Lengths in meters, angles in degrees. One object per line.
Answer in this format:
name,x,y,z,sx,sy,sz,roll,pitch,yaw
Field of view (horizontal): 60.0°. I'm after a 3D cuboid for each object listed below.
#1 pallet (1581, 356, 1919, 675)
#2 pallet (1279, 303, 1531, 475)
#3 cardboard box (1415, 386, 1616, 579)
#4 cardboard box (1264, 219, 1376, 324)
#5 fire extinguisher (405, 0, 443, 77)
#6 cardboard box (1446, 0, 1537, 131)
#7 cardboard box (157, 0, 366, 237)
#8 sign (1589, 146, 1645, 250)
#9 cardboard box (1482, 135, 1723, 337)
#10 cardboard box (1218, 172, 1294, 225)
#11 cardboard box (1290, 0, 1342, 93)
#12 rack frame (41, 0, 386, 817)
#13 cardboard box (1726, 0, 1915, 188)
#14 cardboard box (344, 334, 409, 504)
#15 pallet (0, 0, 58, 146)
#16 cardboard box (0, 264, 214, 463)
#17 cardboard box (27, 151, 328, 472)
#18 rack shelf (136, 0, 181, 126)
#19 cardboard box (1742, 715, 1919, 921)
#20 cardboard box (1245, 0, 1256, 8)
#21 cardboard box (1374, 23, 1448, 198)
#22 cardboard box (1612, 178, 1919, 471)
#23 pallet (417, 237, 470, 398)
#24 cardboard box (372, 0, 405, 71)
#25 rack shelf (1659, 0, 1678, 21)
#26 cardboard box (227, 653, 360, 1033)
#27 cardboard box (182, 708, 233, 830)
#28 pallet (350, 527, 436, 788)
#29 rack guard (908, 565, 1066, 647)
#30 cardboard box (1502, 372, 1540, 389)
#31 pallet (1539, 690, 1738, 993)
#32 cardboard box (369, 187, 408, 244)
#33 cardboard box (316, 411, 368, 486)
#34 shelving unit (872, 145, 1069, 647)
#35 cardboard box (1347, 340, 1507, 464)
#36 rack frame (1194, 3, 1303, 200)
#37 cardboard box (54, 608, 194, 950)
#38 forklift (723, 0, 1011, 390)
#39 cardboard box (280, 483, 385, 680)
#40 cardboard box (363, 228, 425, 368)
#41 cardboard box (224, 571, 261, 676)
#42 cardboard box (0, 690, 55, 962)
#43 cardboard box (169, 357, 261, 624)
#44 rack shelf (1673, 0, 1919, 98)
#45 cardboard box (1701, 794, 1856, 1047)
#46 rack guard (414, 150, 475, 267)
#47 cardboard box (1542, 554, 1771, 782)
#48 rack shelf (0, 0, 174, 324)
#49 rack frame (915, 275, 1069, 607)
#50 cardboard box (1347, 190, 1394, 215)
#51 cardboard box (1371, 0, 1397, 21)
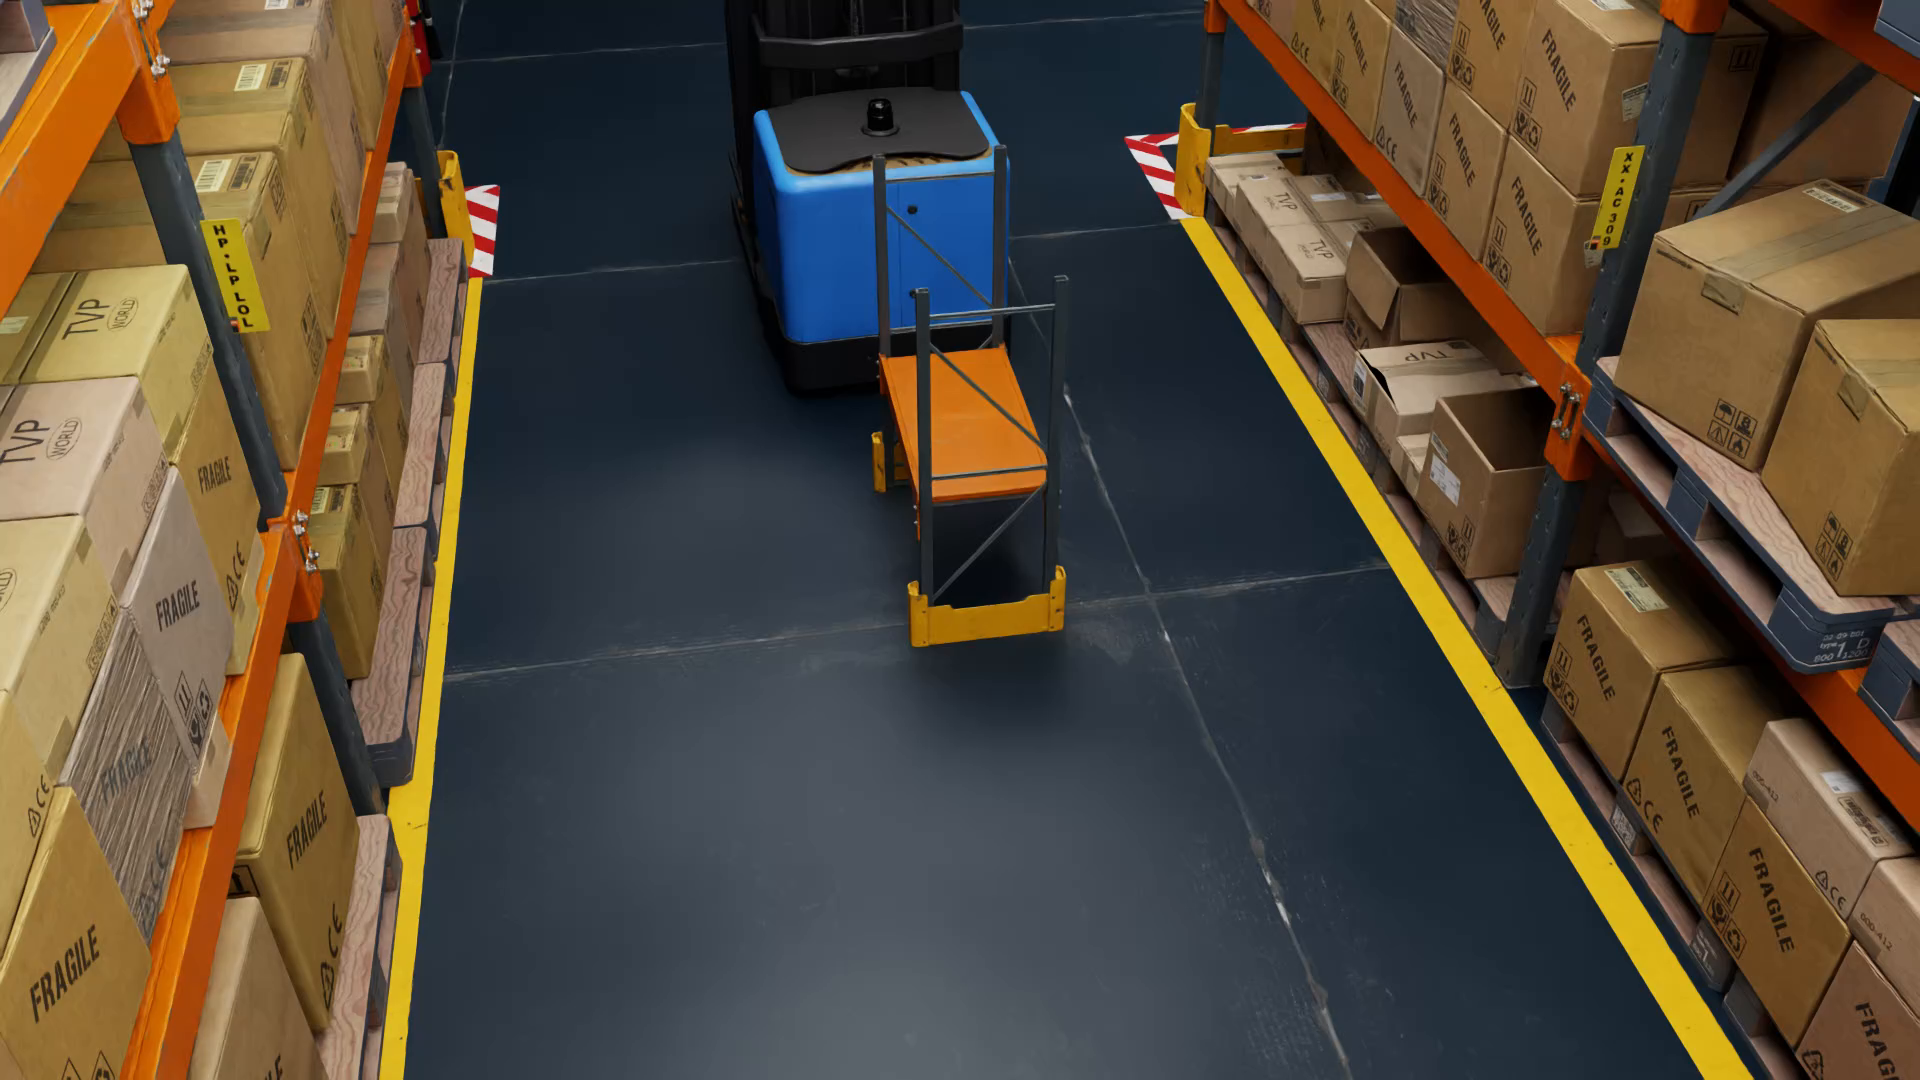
pallet,2.500,-0.155,4.661,1.003,0.211,1.213,-6,38,-8
pallet,2.131,-0.777,7.579,1.003,0.211,1.213,-6,38,-8
cardboard box,2.088,-0.225,6.274,0.500,0.500,0.500,-6,38,-8
cardboard box,1.757,-1.266,7.817,0.500,0.250,0.500,-6,38,-8
fire extinguisher,-2.682,-2.569,7.979,0.296,0.674,0.183,-6,38,-8
cardboard box,2.031,-1.746,5.656,0.500,0.500,0.500,-7,38,-9
cardboard box,-2.748,-1.518,6.014,0.980,0.700,0.700,-8,39,-10
sign,1.935,-1.004,4.892,0.100,0.325,0.005,-6,38,-8
cardboard box,2.127,-1.039,5.561,0.500,0.500,0.500,-6,38,-7
cardboard box,1.545,-1.755,8.515,0.380,0.166,0.250,-6,38,-8
cardboard box,1.765,-2.270,7.145,0.500,0.500,0.500,-6,38,-8
rack frame,-2.409,-0.190,4.550,1.000,3.000,0.127,-6,38,-8
cardboard box,2.662,-1.474,5.306,0.500,0.500,0.500,-5,38,-7
cardboard box,-2.612,-0.446,6.574,0.700,0.500,0.500,-5,38,-7
pallet,-2.200,-0.751,2.982,0.805,0.209,1.217,-8,39,-10
cardboard box,-2.075,-0.397,3.864,0.500,0.250,0.500,-5,38,-7
cardboard box,-2.488,-0.638,4.882,0.980,0.700,0.700,-6,38,-7
rack shelf,-2.760,-2.299,5.405,1.077,0.370,4.000,-6,38,-8
cardboard box,2.488,0.714,4.453,0.500,0.250,0.500,-6,38,-8
cardboard box,1.584,-2.884,7.936,0.500,0.500,0.500,-5,38,-7
cardboard box,1.943,-1.660,6.361,0.500,0.500,0.500,-5,38,-7
cardboard box,2.330,-0.620,4.680,0.700,0.500,0.500,-19,42,-23
pallet,-2.893,-1.030,7.904,1.003,0.211,1.213,-6,38,-8
cardboard box,-3.011,-2.418,7.172,0.980,0.700,0.700,-5,38,-6
rack shelf,2.117,-2.834,6.094,1.077,0.370,4.000,-6,38,-8
cardboard box,-2.167,0.872,4.593,0.750,0.750,0.750,-6,38,-7
cardboard box,-1.898,0.539,3.799,0.380,0.149,0.250,-6,38,-8
pallet,-2.465,0.443,6.007,1.003,0.211,1.213,-6,38,-8
rack guard,0.101,0.248,6.227,0.587,0.250,0.087,-6,38,-8
cardboard box,2.445,-0.578,7.000,0.380,0.166,0.250,-6,38,-8
pallet,2.647,0.863,5.467,1.003,0.211,1.213,-6,38,-8
cardboard box,-2.642,-1.417,7.295,0.380,0.149,0.250,-5,38,-7
cardboard box,-2.319,-0.314,5.876,0.380,0.149,0.250,-5,38,-6
shelving unit,0.013,-0.546,6.231,0.587,1.500,1.083,-6,38,-8
cardboard box,1.957,-0.604,6.915,0.500,0.311,0.500,-6,38,-8
rack frame,1.766,-3.141,8.348,1.000,3.000,0.127,-6,38,-8
cardboard box,-1.901,0.508,3.311,0.500,0.500,0.500,-6,38,-8
forklift,-0.599,-2.744,7.893,1.130,2.935,3.031,-8,39,-10
cardboard box,-2.439,0.168,5.783,0.700,0.500,0.500,-6,38,-7
cardboard box,-2.801,-1.071,7.378,0.700,0.500,0.500,-6,38,-8
cardboard box,-2.003,0.225,4.204,0.380,0.149,0.250,-6,38,-7
cardboard box,-1.816,0.529,2.672,0.500,0.250,0.500,-7,38,-9
cardboard box,-2.080,-0.103,4.098,0.500,0.500,0.500,-7,38,-9
rack shelf,2.818,-0.418,2.984,1.077,0.370,4.000,-6,38,-8
cardboard box,2.497,1.030,4.658,0.500,0.500,0.500,-6,38,-7
rack guard,-3.114,-1.634,8.445,1.175,0.500,0.348,-6,38,-8
cardboard box,2.312,0.407,5.461,0.500,0.500,0.500,-8,39,-10
rack shelf,-2.058,0.117,2.295,1.077,0.370,4.000,-6,38,-8
rack frame,0.104,-0.234,5.828,0.500,1.500,0.032,-6,38,-8
cardboard box,2.086,-1.640,8.367,0.380,0.166,0.250,-6,38,-8
cardboard box,1.856,-2.355,6.440,0.500,0.500,0.500,-7,38,-8
